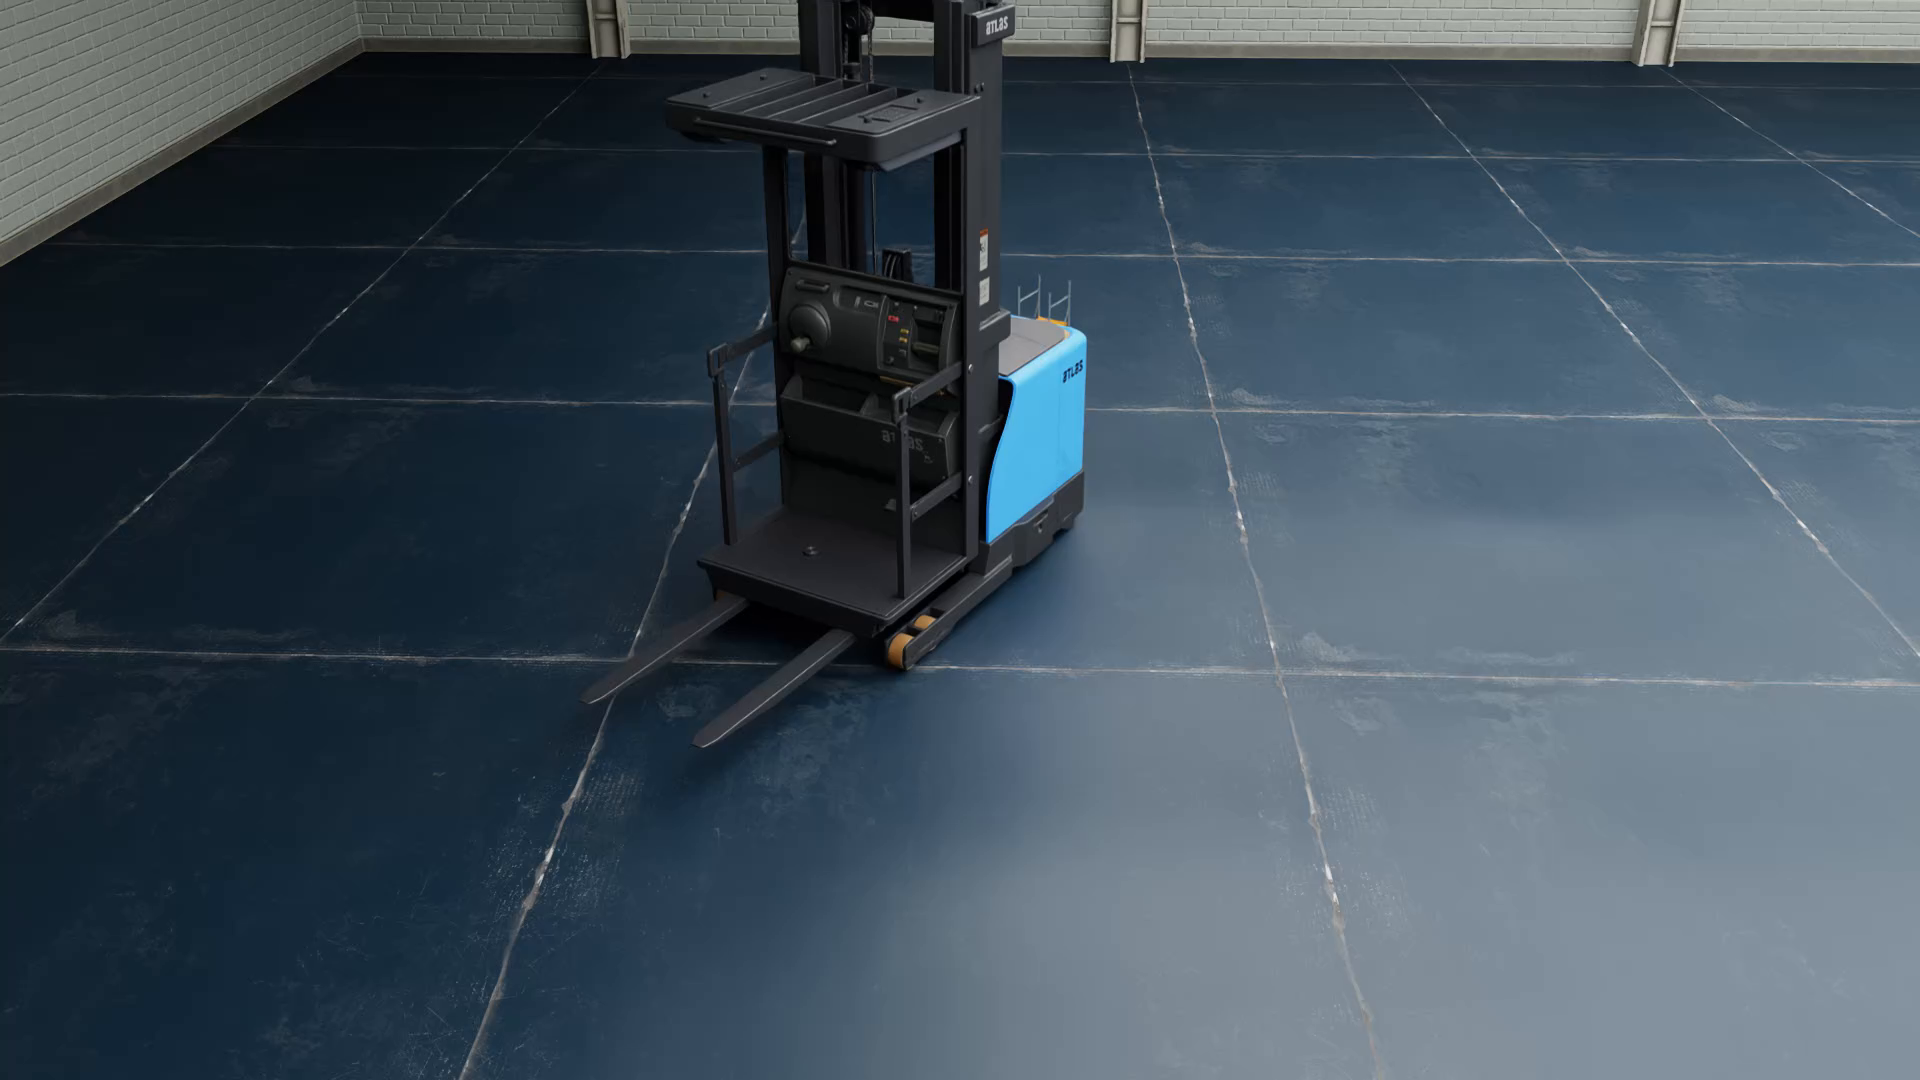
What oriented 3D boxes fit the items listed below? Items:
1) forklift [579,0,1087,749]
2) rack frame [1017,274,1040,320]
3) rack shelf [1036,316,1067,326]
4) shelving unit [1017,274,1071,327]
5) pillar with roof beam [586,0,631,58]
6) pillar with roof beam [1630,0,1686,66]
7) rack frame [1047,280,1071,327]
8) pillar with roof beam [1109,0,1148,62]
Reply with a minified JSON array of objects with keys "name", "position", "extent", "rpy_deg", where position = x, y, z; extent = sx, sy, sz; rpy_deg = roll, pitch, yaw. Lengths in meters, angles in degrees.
[{"name":"forklift","position":[-0.535,-0.947,7.407],"extent":[1.130,2.935,3.031],"rpy_deg":[16,32,27]},{"name":"rack frame","position":[0.363,-0.838,9.049],"extent":[0.006,1.200,0.240],"rpy_deg":[16,32,27]},{"name":"rack shelf","position":[0.442,-1.095,8.860],"extent":[0.180,0.103,0.258],"rpy_deg":[16,32,27]},{"name":"shelving unit","position":[0.442,-0.816,9.007],"extent":[0.189,1.200,0.258],"rpy_deg":[16,32,27]},{"name":"pillar with roof beam","position":[-4.223,-7.621,13.519],"extent":[0.400,9.000,9.100],"rpy_deg":[1,28,2]},{"name":"pillar with roof beam","position":[7.769,-7.423,13.145],"extent":[0.400,9.000,9.100],"rpy_deg":[1,28,2]},{"name":"rack frame","position":[0.520,-0.793,8.965],"extent":[0.006,1.200,0.240],"rpy_deg":[16,32,27]},{"name":"pillar with roof beam","position":[1.773,-7.522,13.332],"extent":[0.400,9.000,9.100],"rpy_deg":[1,28,2]}]
